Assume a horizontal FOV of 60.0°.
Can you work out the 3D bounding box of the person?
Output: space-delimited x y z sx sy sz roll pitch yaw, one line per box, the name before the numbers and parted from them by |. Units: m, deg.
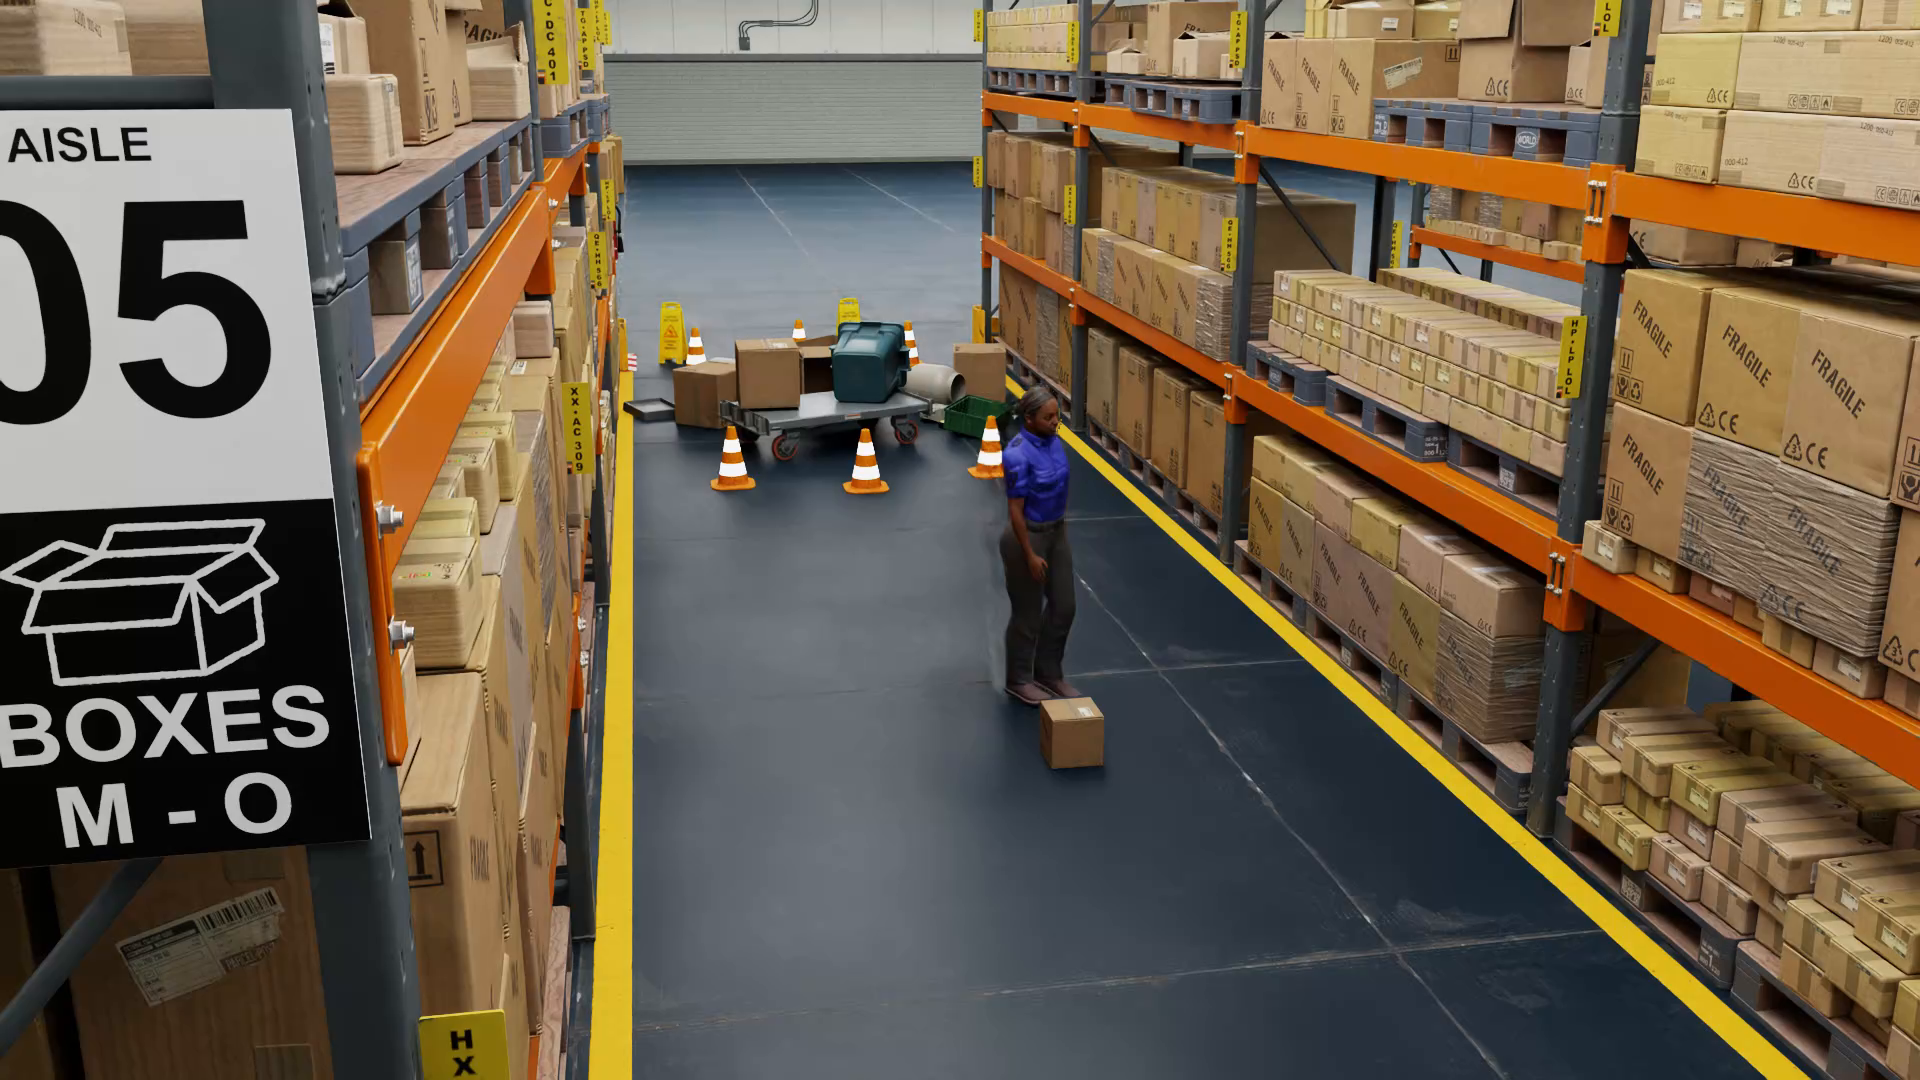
person | 0.392 0.053 8.399 0.331 1.710 0.483 12 20 35
